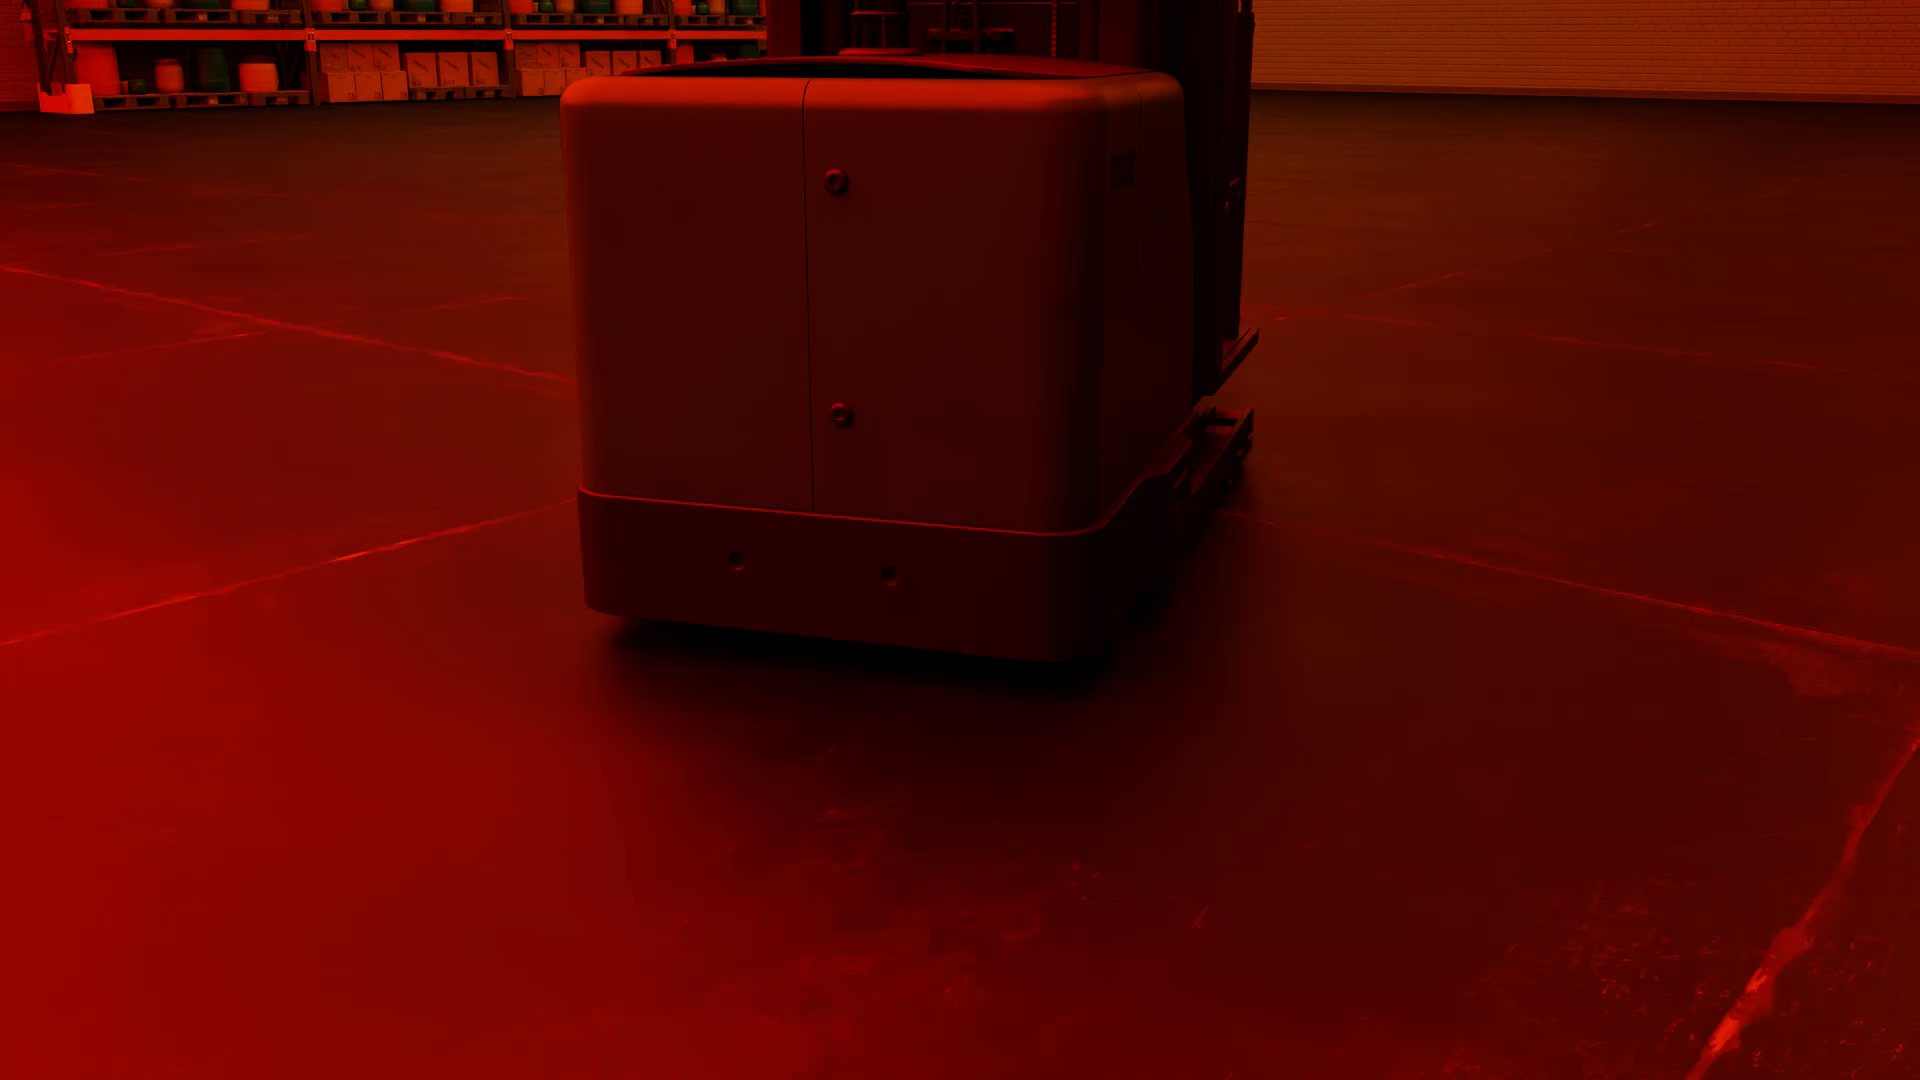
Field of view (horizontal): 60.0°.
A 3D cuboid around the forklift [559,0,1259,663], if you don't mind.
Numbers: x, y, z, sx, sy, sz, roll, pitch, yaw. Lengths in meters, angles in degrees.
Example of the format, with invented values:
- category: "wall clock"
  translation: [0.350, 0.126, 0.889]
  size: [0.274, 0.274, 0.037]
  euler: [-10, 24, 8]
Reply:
- category: "forklift"
  translation: [0.182, -1.571, 4.072]
  size: [1.130, 2.935, 3.031]
  euler: [5, 18, 17]
